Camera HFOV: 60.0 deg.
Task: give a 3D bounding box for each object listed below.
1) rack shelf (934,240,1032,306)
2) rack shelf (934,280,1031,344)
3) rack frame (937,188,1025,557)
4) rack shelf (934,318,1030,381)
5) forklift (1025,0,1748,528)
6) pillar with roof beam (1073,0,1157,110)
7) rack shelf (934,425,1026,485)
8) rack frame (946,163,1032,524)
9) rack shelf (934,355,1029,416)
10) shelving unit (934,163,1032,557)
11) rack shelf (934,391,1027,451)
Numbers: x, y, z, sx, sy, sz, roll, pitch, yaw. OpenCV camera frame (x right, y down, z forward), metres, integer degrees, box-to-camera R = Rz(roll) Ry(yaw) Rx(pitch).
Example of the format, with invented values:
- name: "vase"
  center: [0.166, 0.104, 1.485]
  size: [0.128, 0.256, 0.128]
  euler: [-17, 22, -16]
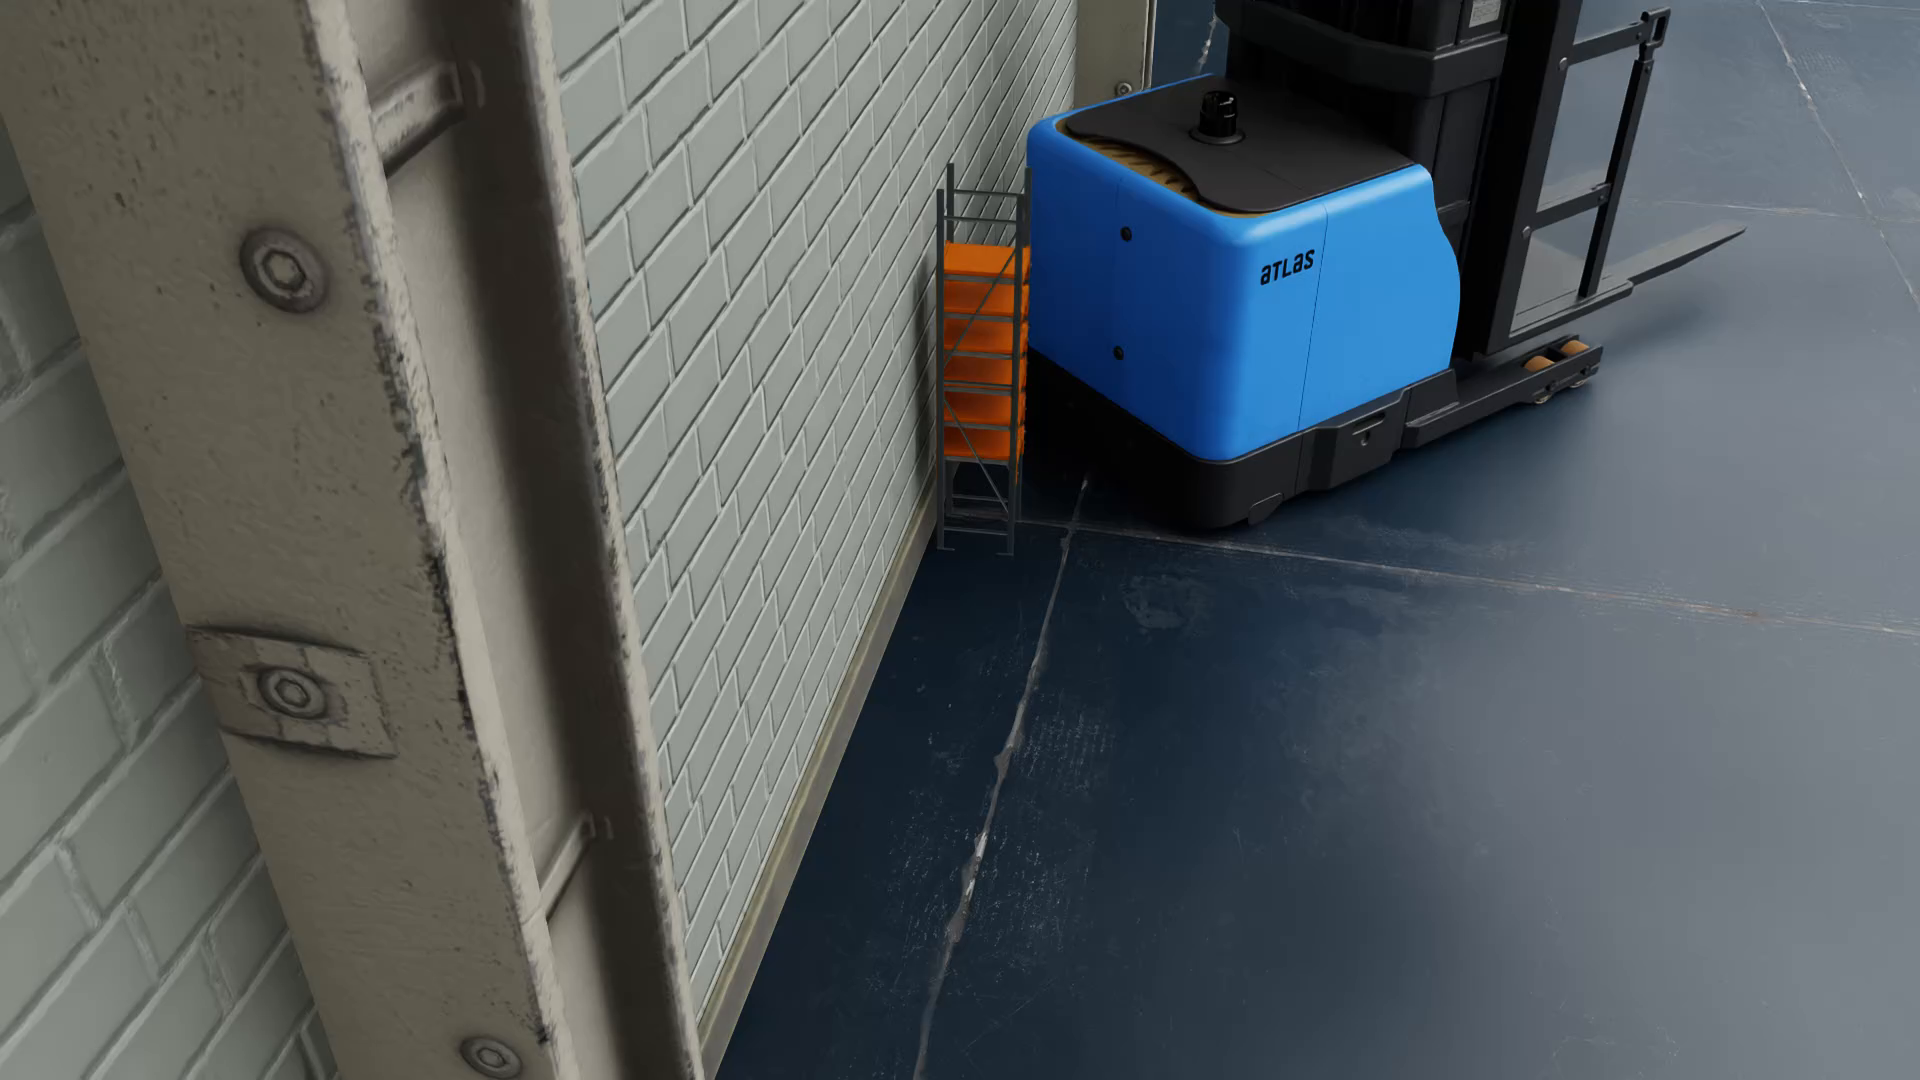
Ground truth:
- name: "rack shelf"
  center: [0.067, -0.762, 4.738]
  size: [0.258, 0.103, 0.180]
  euler: [5, 35, 7]
- name: "rack shelf"
  center: [0.066, -0.664, 4.806]
  size: [0.258, 0.103, 0.180]
  euler: [5, 35, 7]
- name: "rack frame"
  center: [0.051, -0.452, 4.845]
  size: [0.240, 1.200, 0.006]
  euler: [5, 35, 7]
- name: "rack shelf"
  center: [0.065, -0.565, 4.875]
  size: [0.258, 0.103, 0.180]
  euler: [5, 35, 7]
- name: "forklift"
  center: [1.696, -1.903, 5.379]
  size: [3.031, 2.935, 1.130]
  euler: [-22, 42, -28]
- name: "pillar with roof beam"
  center: [4.897, -4.903, 4.346]
  size: [9.100, 9.000, 0.400]
  euler: [7, 37, 10]
- name: "rack shelf"
  center: [0.063, -0.271, 5.082]
  size: [0.258, 0.103, 0.180]
  euler: [5, 35, 7]
- name: "rack frame"
  center: [0.078, -0.556, 4.993]
  size: [0.240, 1.200, 0.006]
  euler: [5, 35, 7]
- name: "rack shelf"
  center: [0.064, -0.467, 4.944]
  size: [0.258, 0.103, 0.180]
  euler: [5, 35, 7]
- name: "shelving unit"
  center: [0.065, -0.504, 4.919]
  size: [0.258, 1.200, 0.189]
  euler: [5, 35, 7]
- name: "rack shelf"
  center: [0.064, -0.369, 5.013]
  size: [0.258, 0.103, 0.180]
  euler: [5, 35, 7]
